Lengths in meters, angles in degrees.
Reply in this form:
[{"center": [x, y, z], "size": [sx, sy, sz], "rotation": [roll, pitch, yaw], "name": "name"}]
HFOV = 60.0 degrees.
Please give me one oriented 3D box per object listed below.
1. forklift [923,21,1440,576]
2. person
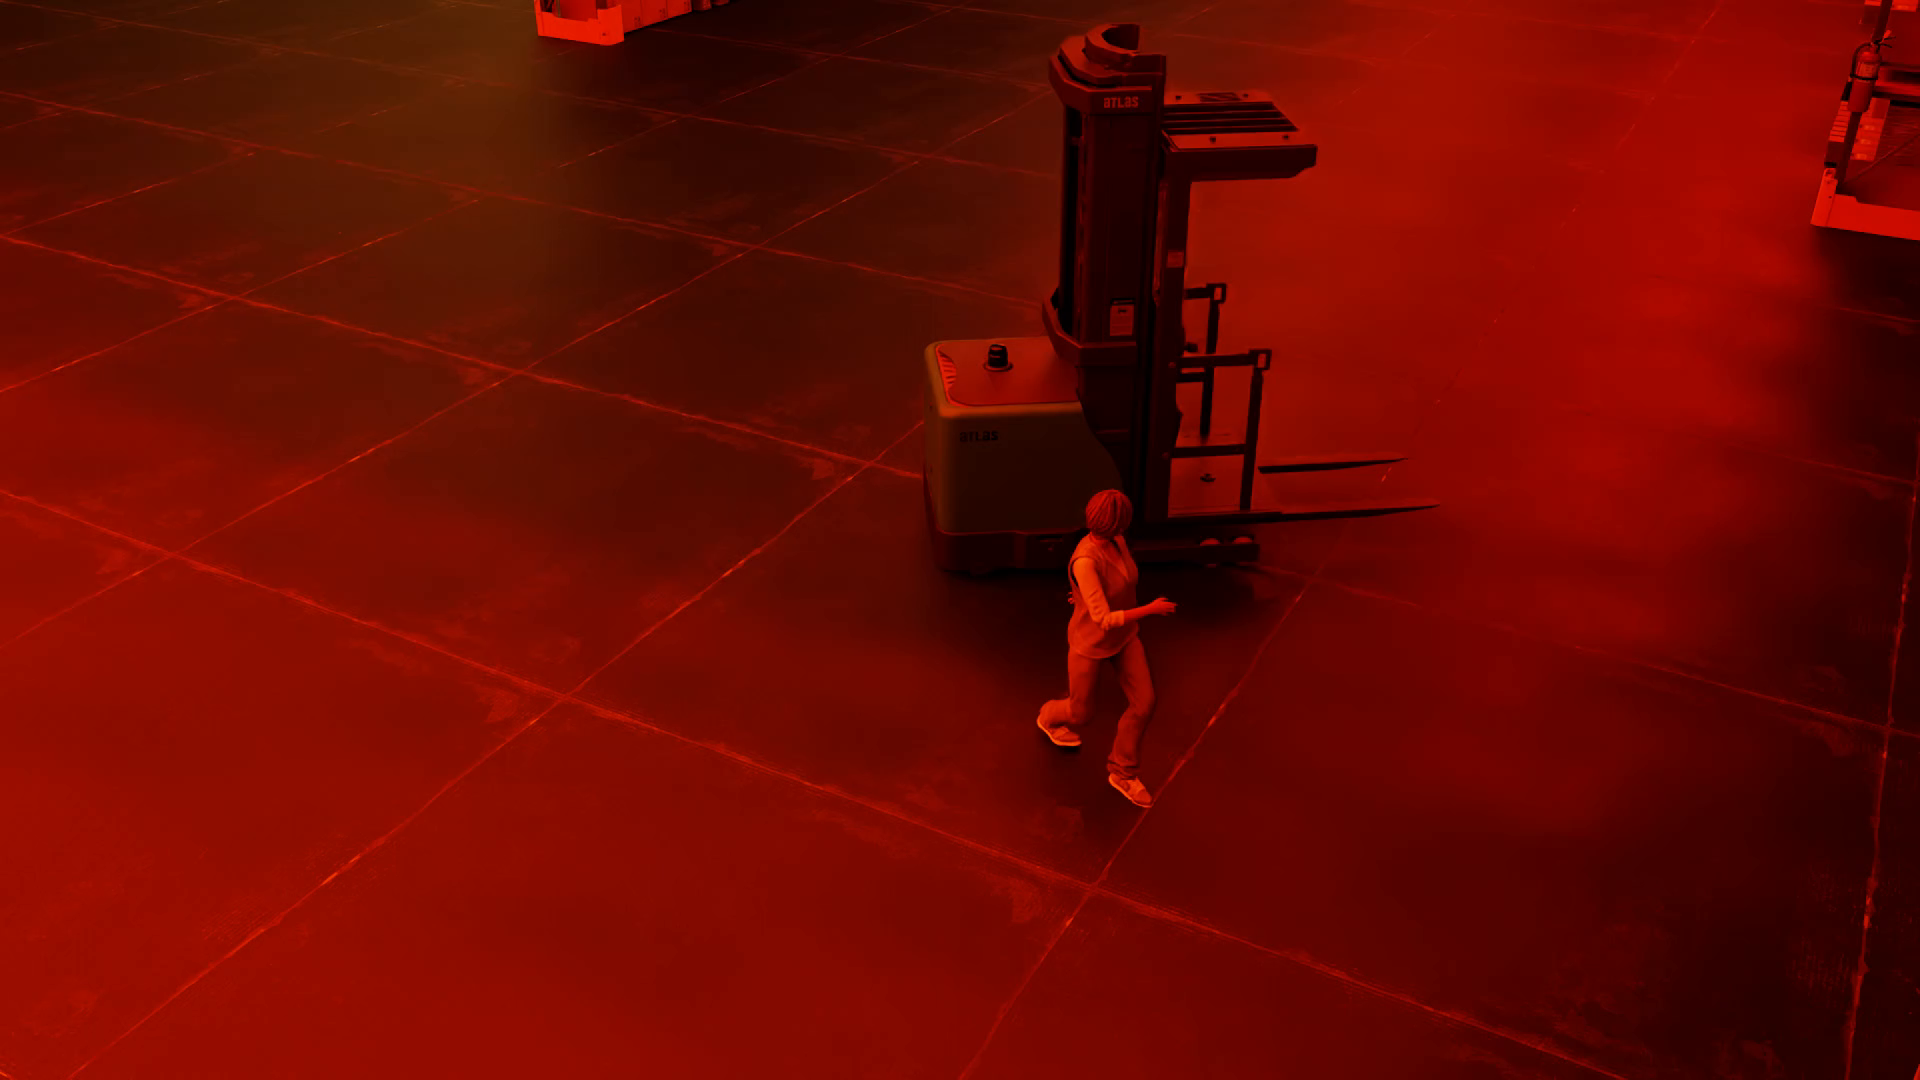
[{"center": [1.325, -1.369, 9.442], "size": [3.031, 2.935, 1.130], "rotation": [-3, 30, -5], "name": "forklift"}, {"center": [0.670, 0.454, 7.735], "size": [0.438, 1.521, 0.797], "rotation": [-23, 37, -34], "name": "person"}]
